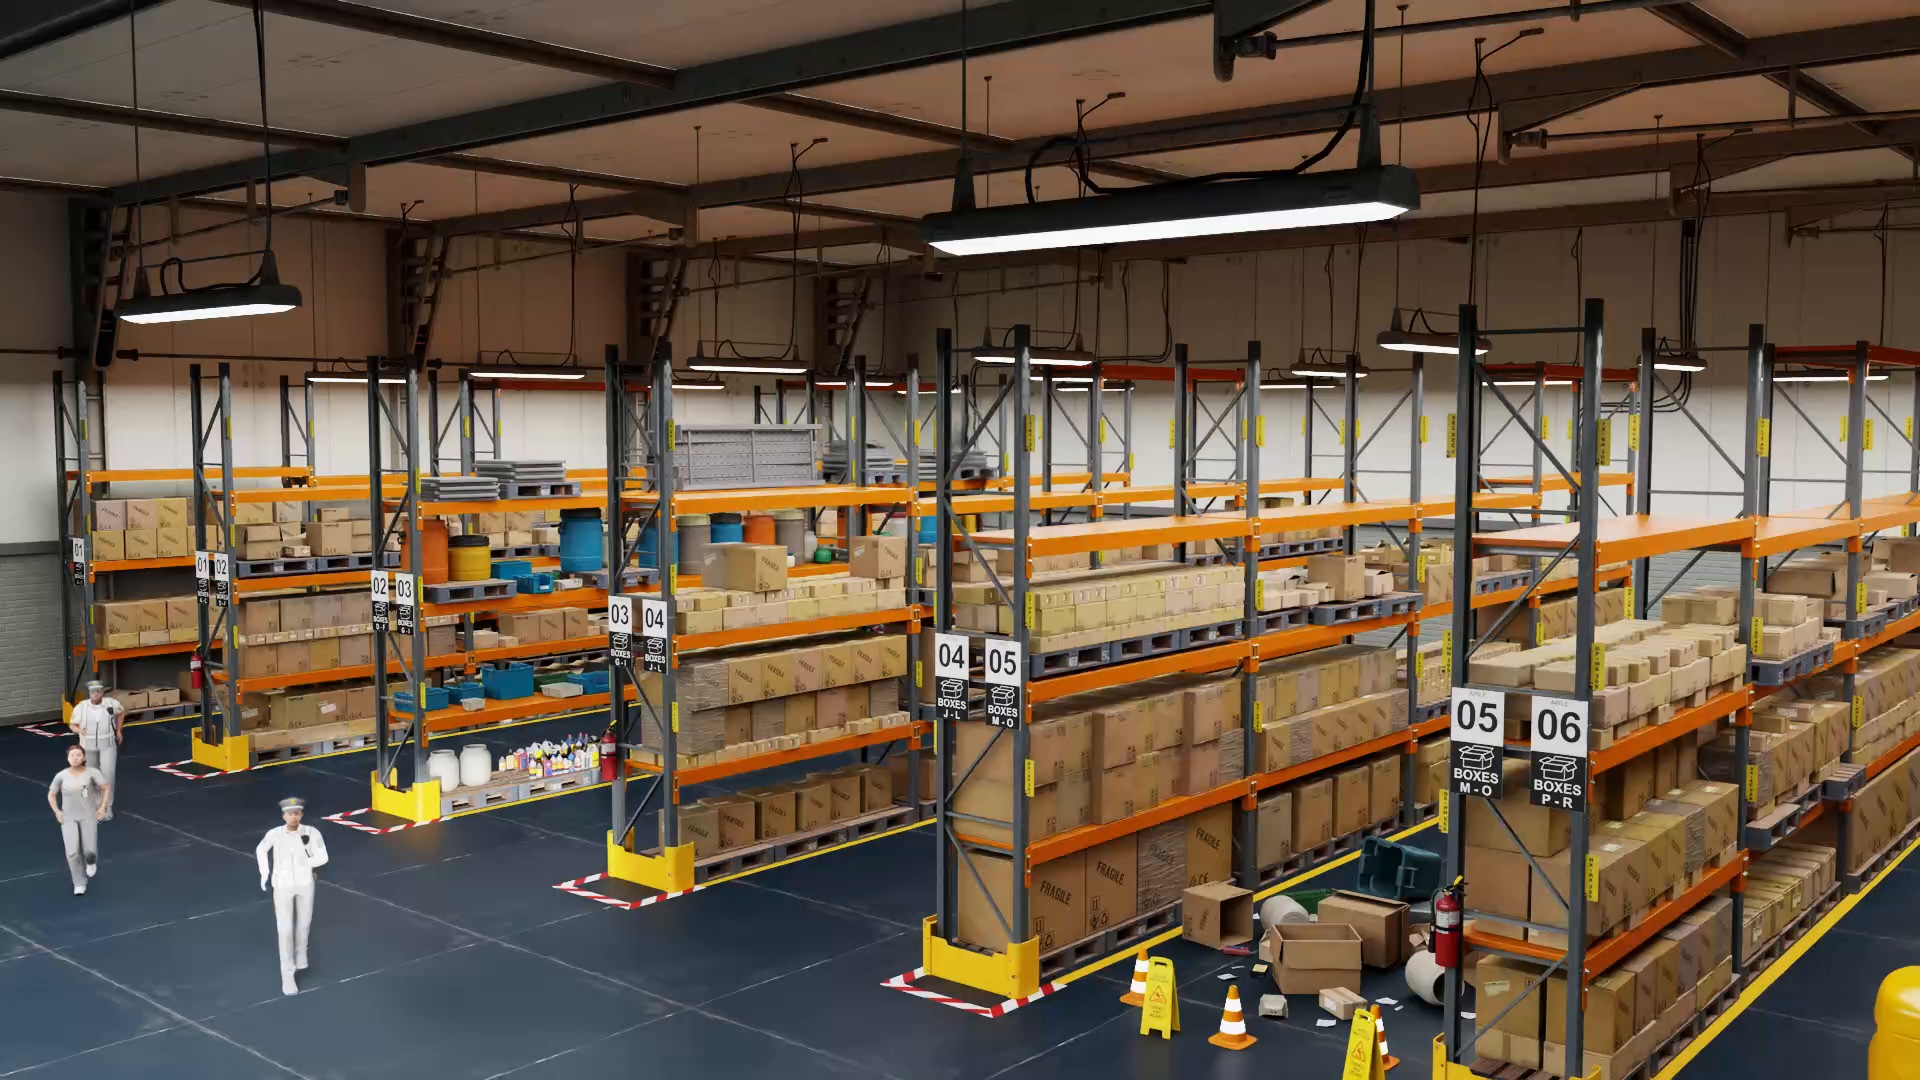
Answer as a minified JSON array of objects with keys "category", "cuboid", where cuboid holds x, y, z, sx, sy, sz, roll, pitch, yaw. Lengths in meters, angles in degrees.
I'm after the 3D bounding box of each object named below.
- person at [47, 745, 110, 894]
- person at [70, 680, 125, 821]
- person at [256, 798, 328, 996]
[{"category":"person","cuboid":[-9.649,3.045,18.230,0.608,1.603,0.601,-2,4,-23]},{"category":"person","cuboid":[-11.287,2.702,21.775,0.620,1.796,0.952,-2,4,-21]},{"category":"person","cuboid":[-6.110,3.209,15.256,0.587,1.742,0.791,-2,5,-27]}]
